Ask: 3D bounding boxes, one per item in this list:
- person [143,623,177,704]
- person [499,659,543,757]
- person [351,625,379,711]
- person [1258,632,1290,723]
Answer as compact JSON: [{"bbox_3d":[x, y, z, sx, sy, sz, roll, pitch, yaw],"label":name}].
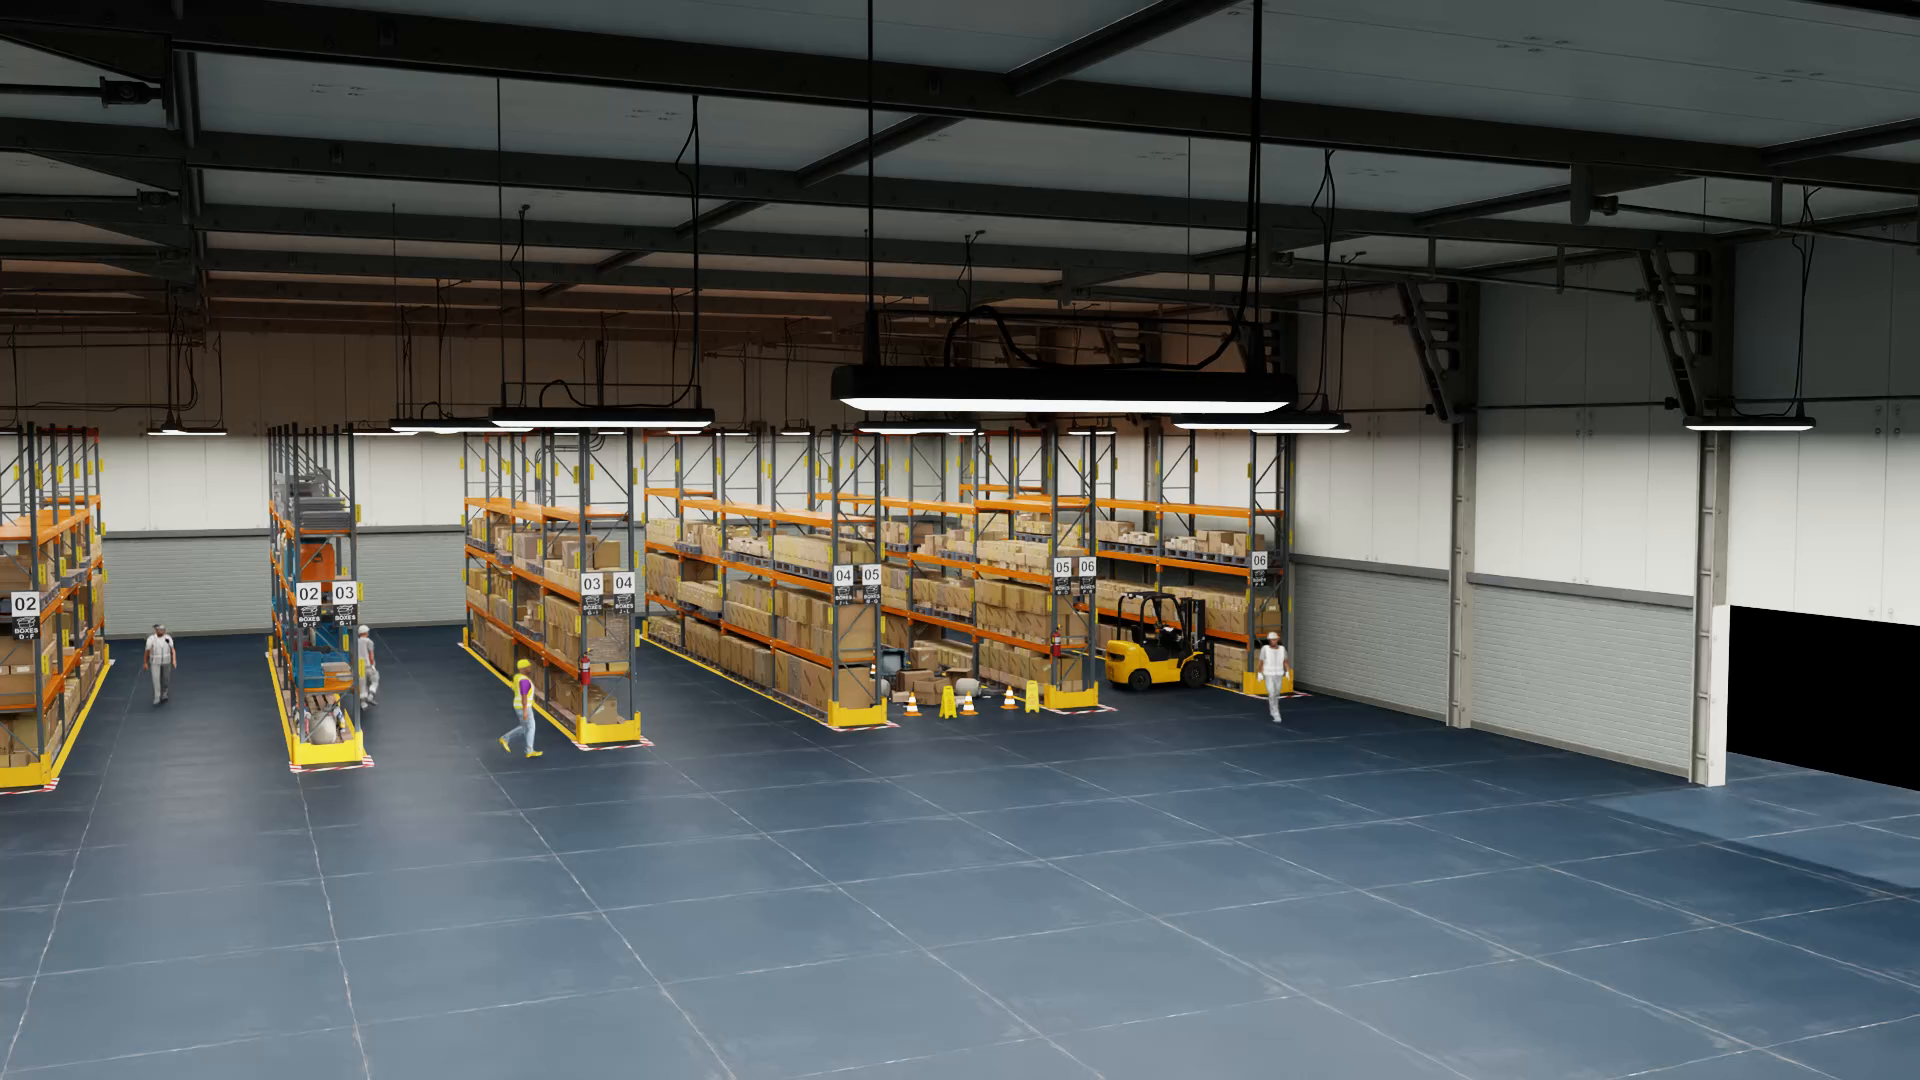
[{"bbox_3d":[-17.322,2.638,35.996,0.639,1.704,1.045,-2,4,-33],"label":"person"},{"bbox_3d":[-7.881,3.013,29.803,0.741,1.752,0.562,-2,4,-24],"label":"person"},{"bbox_3d":[-12.538,2.686,35.012,0.569,1.779,0.484,0,3,-5],"label":"person"},{"bbox_3d":[6.410,2.769,33.843,0.598,1.785,0.819,0,4,-7],"label":"person"}]
